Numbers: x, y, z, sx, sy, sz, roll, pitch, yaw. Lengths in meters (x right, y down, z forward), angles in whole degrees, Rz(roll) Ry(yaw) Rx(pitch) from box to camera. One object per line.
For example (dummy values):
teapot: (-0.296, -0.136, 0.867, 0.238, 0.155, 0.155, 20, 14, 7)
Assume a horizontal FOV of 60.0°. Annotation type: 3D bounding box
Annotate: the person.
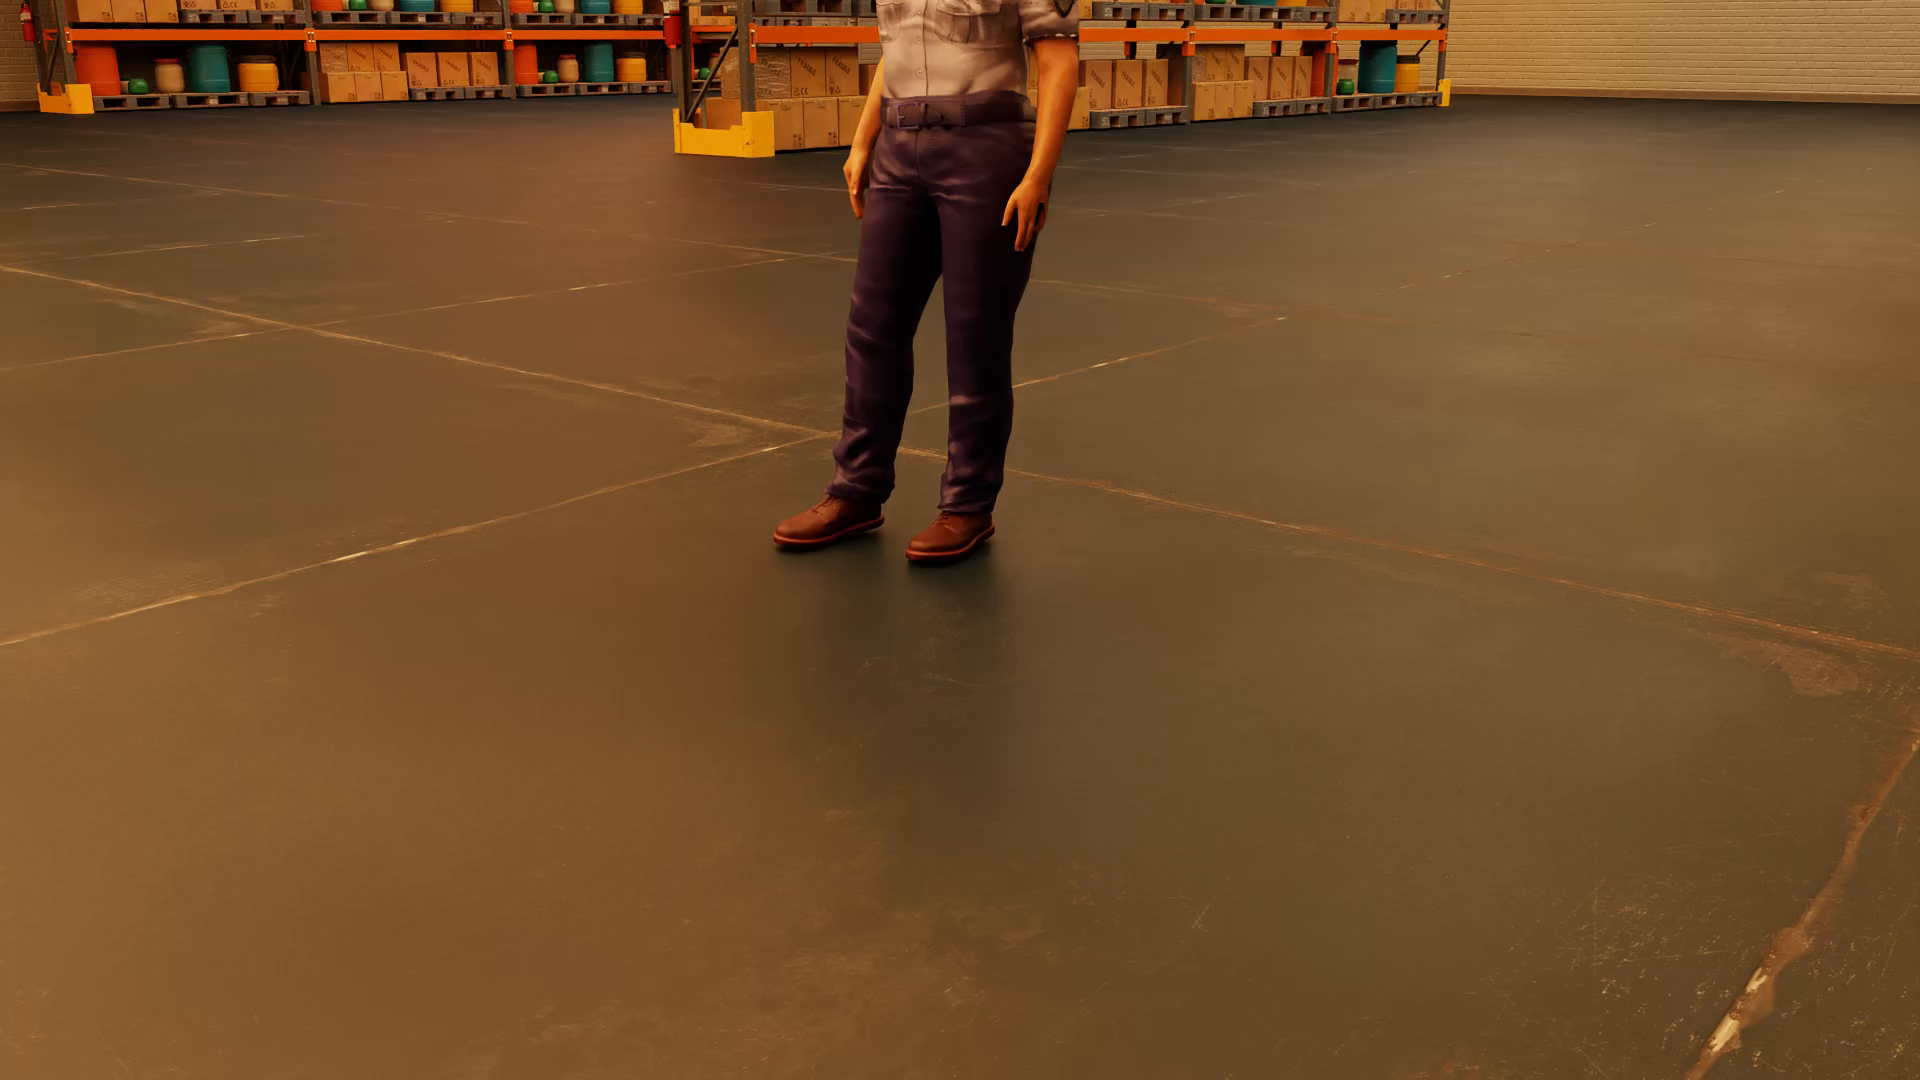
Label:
person: (-0.074, -0.776, 3.649, 0.599, 1.642, 0.503, 13, 21, 37)
